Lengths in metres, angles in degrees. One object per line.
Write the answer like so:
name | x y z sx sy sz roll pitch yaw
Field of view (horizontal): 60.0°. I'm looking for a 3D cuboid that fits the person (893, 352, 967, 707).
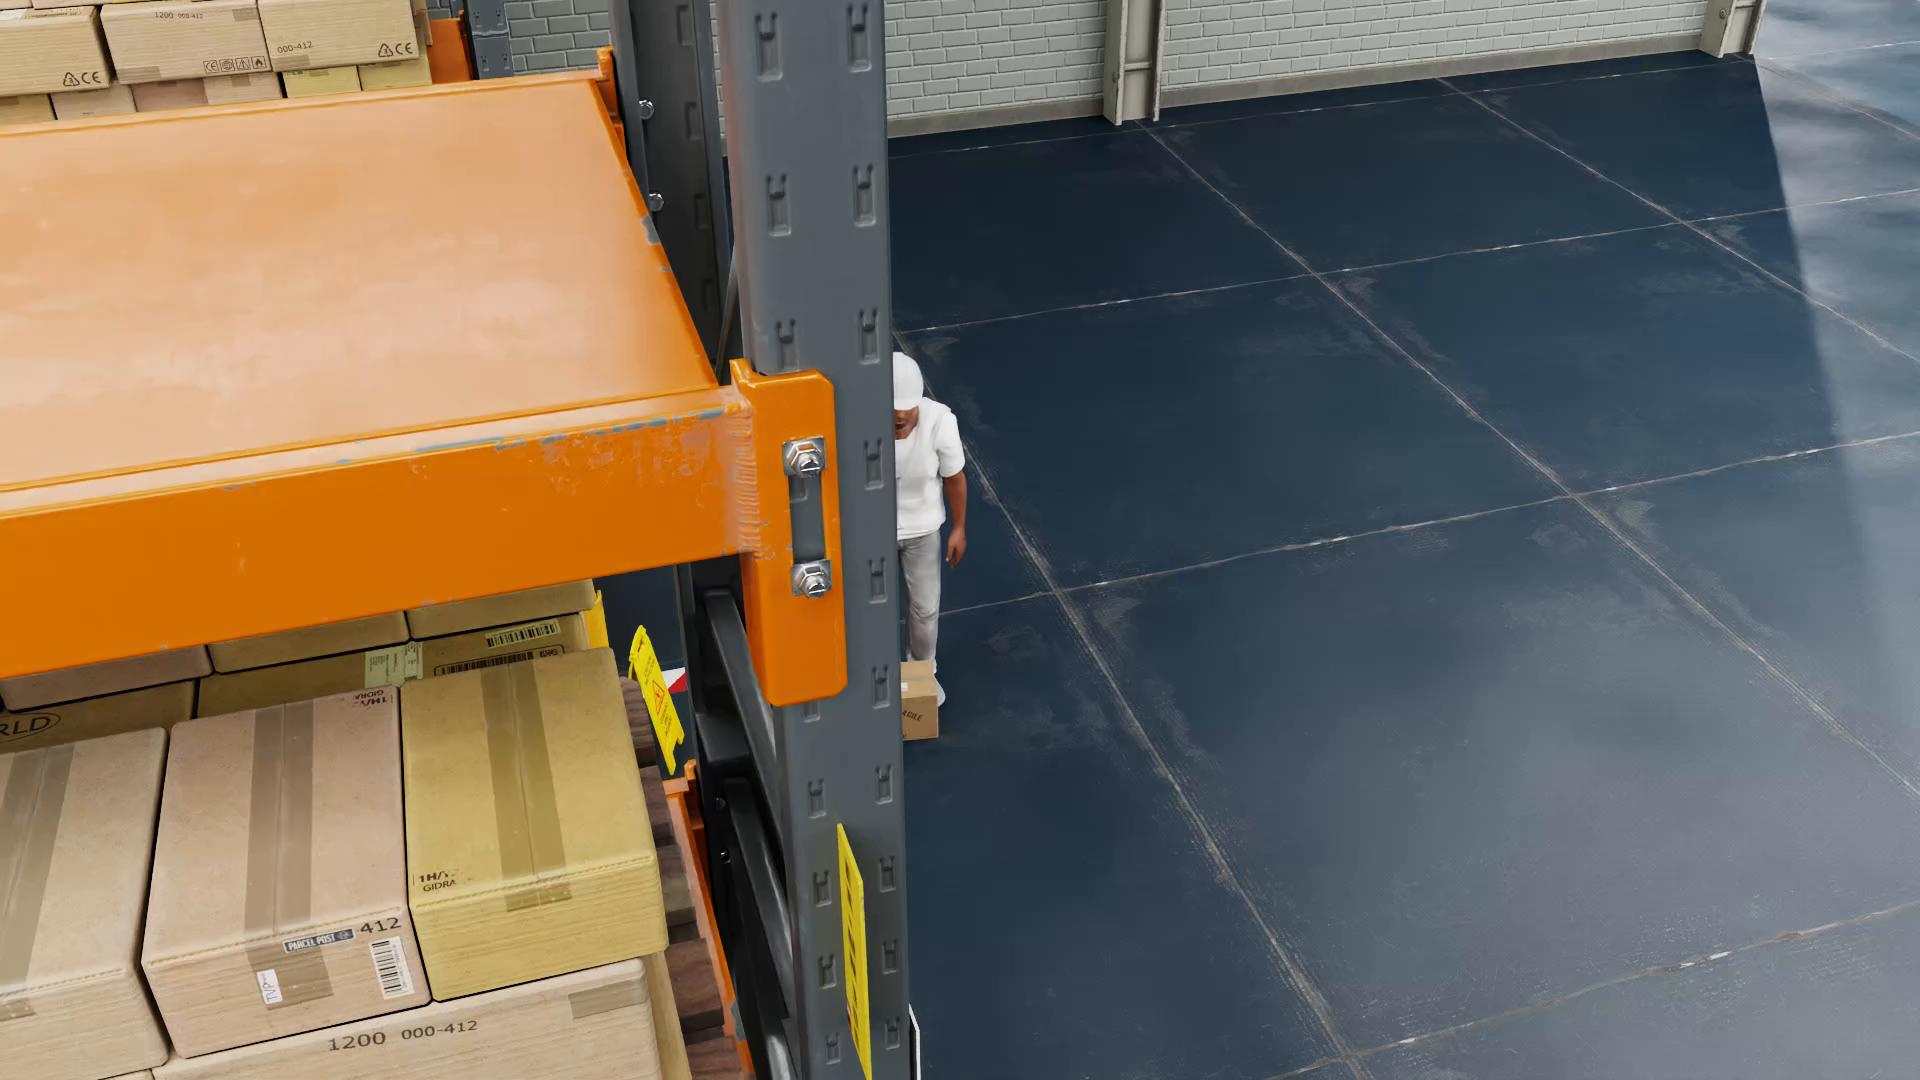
person | -0.279 -0.035 7.177 0.626 1.760 0.461 -3 34 -5
